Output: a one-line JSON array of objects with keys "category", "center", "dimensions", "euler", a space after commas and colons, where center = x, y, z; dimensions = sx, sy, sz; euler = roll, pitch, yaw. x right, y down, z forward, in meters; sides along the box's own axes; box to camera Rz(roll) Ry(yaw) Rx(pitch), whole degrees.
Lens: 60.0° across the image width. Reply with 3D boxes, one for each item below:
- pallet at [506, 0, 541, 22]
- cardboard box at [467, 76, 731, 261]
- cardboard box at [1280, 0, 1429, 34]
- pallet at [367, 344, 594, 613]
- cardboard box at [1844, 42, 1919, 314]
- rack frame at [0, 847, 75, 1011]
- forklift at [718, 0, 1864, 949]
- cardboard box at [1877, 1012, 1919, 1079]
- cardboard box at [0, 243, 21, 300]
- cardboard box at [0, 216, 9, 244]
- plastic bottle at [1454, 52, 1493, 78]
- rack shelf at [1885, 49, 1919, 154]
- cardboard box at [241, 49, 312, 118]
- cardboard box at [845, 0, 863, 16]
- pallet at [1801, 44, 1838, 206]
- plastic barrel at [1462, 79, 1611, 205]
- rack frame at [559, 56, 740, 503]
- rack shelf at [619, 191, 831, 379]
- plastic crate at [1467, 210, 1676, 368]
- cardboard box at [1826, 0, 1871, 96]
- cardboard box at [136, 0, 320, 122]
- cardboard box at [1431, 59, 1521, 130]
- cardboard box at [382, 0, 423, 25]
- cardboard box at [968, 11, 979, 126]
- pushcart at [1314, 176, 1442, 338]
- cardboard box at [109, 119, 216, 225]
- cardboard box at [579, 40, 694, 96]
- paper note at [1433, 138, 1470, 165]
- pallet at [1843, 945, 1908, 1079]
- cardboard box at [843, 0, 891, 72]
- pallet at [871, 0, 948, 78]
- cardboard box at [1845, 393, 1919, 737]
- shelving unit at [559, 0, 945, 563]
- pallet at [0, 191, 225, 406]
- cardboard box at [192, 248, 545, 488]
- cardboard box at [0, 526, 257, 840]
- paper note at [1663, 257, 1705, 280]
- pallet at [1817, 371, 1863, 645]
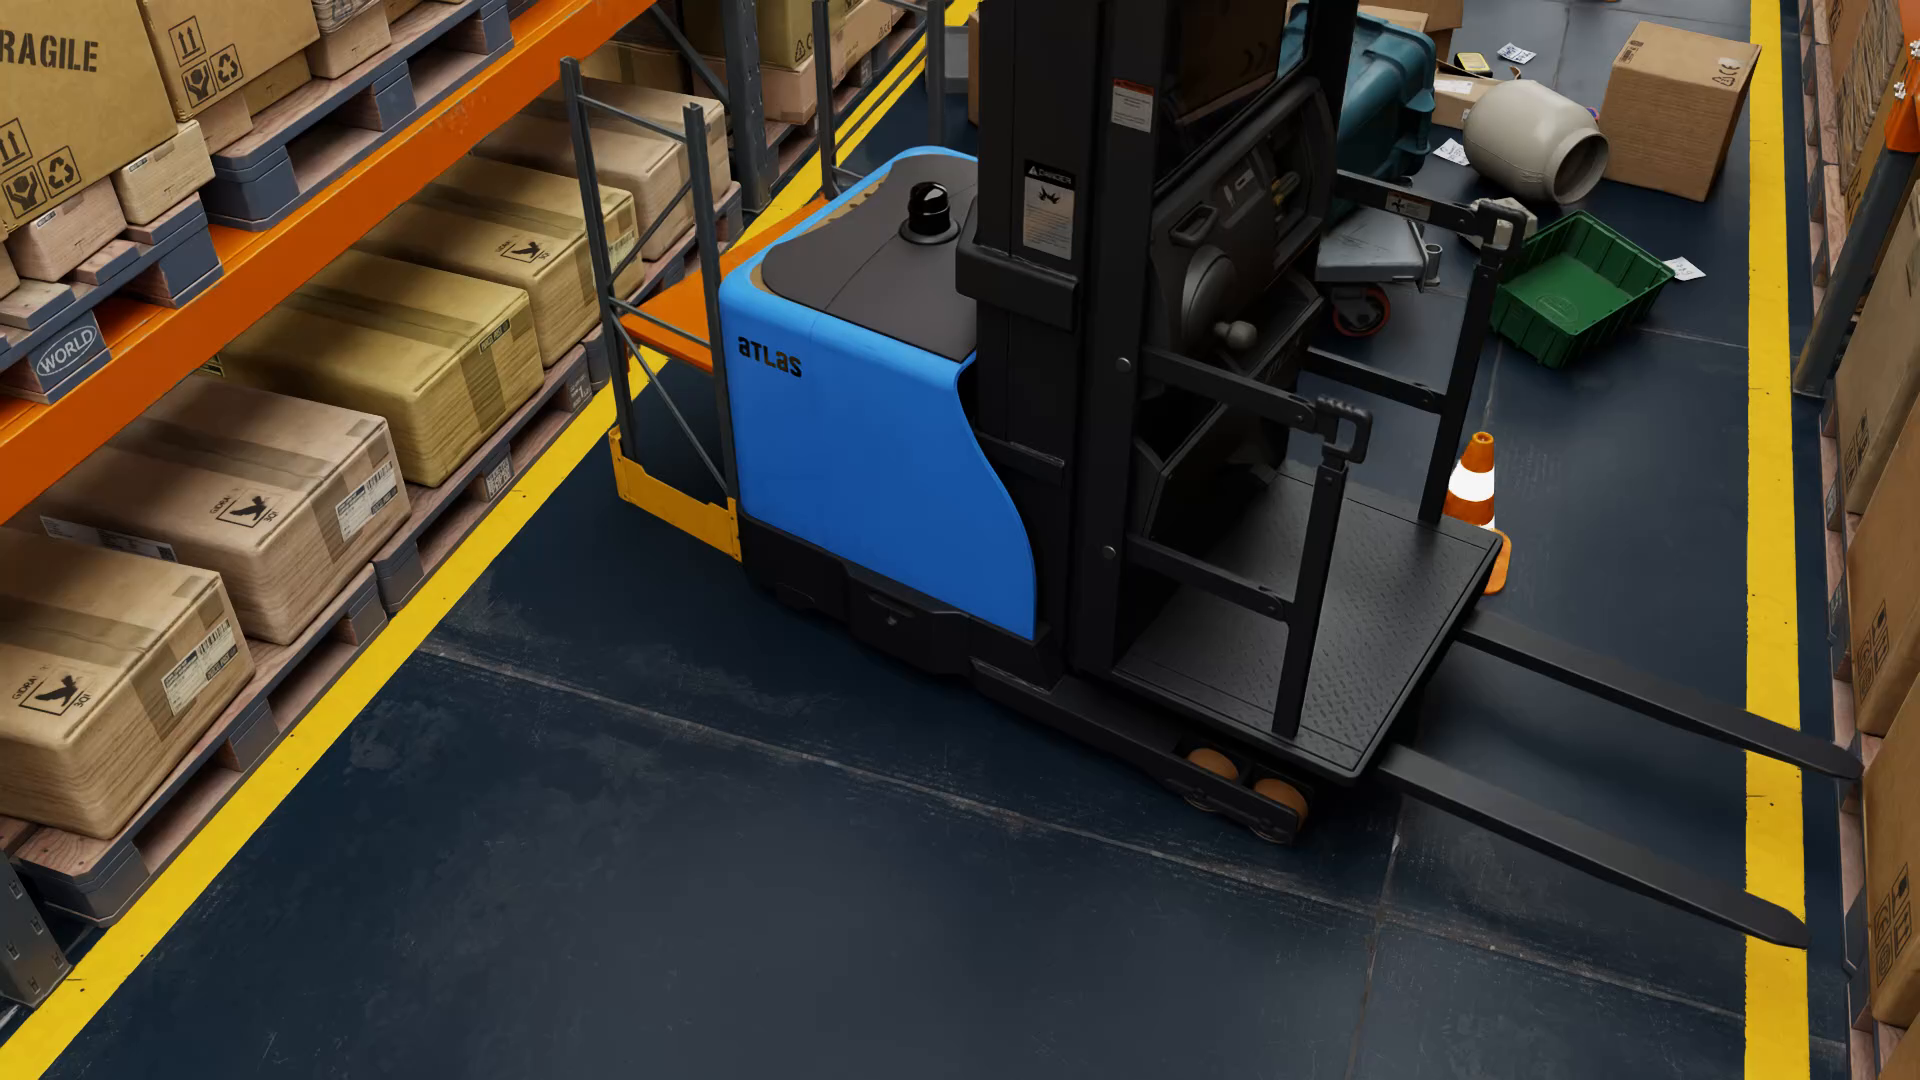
[{"category": "pallet", "center": [-1.668, -2.107, 5.556], "dimensions": [1.003, 0.211, 1.213], "euler": [13, 42, 15]}, {"category": "cardboard box", "center": [-1.447, -1.453, 6.343], "dimensions": [0.950, 0.372, 0.625], "euler": [14, 42, 16]}, {"category": "cardboard box", "center": [1.565, -1.950, 7.043], "dimensions": [0.797, 0.637, 0.503], "euler": [13, 42, 15]}, {"category": "pallet", "center": [-1.950, -0.331, 5.475], "dimensions": [1.003, 0.211, 1.213], "euler": [13, 42, 15]}, {"category": "cardboard box", "center": [3.697, -1.296, 5.772], "dimensions": [0.875, 0.875, 0.875], "euler": [14, 42, 16]}, {"category": "rack frame", "center": [-2.638, -0.174, 3.143], "dimensions": [1.000, 3.000, 0.127], "euler": [13, 42, 15]}, {"category": "forklift", "center": [0.853, -0.726, 3.842], "dimensions": [3.031, 2.935, 1.130], "euler": [23, 45, 24]}, {"category": "cardboard box", "center": [2.341, 1.208, 2.933], "dimensions": [1.050, 0.750, 0.750], "euler": [13, 42, 14]}, {"category": "cardboard box", "center": [-2.223, -0.560, 3.465], "dimensions": [0.380, 0.149, 0.250], "euler": [11, 42, 12]}, {"category": "cardboard box", "center": [-2.266, -0.708, 3.139], "dimensions": [0.500, 0.500, 0.500], "euler": [12, 42, 14]}, {"category": "plastic bottle", "center": [2.408, -2.193, 7.773], "dimensions": [0.133, 0.061, 0.283], "euler": [0, 40, 0]}, {"category": "rack shelf", "center": [2.733, -0.083, 3.591], "dimensions": [1.077, 0.370, 4.000], "euler": [13, 42, 15]}, {"category": "cardboard box", "center": [-1.904, -1.225, 4.245], "dimensions": [0.380, 0.149, 0.250], "euler": [15, 43, 17]}, {"category": "cardboard box", "center": [-0.642, -2.642, 7.252], "dimensions": [0.500, 0.500, 0.500], "euler": [15, 43, 17]}, {"category": "pallet", "center": [4.166, -1.709, 7.090], "dimensions": [1.003, 0.211, 1.213], "euler": [13, 42, 15]}, {"category": "plastic barrel", "center": [2.363, -1.629, 6.833], "dimensions": [0.421, 0.421, 0.512], "euler": [-21, 45, -22]}, {"category": "rack frame", "center": [-0.864, -0.624, 4.826], "dimensions": [0.500, 1.500, 0.032], "euler": [26, 47, 27]}, {"category": "rack shelf", "center": [-0.559, -0.751, 5.252], "dimensions": [0.538, 0.185, 1.000], "euler": [26, 47, 27]}, {"category": "plastic crate", "center": [2.245, -0.925, 6.146], "dimensions": [0.662, 0.188, 0.450], "euler": [-29, 58, -29]}, {"category": "cardboard box", "center": [4.316, -2.402, 7.068], "dimensions": [0.875, 0.875, 0.875], "euler": [13, 42, 14]}, {"category": "cardboard box", "center": [-1.919, -1.353, 3.895], "dimensions": [0.500, 0.500, 0.500], "euler": [14, 42, 16]}, {"category": "cardboard box", "center": [2.273, -1.994, 7.382], "dimensions": [0.396, 0.266, 0.258], "euler": [21, 45, 22]}, {"category": "cardboard box", "center": [-1.735, -1.546, 4.621], "dimensions": [0.380, 0.149, 0.250], "euler": [12, 42, 14]}, {"category": "cardboard box", "center": [0.375, -2.015, 7.225], "dimensions": [0.500, 0.500, 0.500], "euler": [-21, 45, -22]}, {"category": "pushcart", "center": [0.890, -1.140, 6.296], "dimensions": [1.648, 0.377, 0.936], "euler": [0, 40, 0]}, {"category": "cardboard box", "center": [-1.973, -0.880, 3.840], "dimensions": [0.380, 0.149, 0.250], "euler": [14, 42, 15]}, {"category": "cardboard box", "center": [-1.320, -2.148, 7.251], "dimensions": [0.500, 0.250, 0.500], "euler": [15, 43, 17]}, {"category": "paper note", "center": [2.161, -1.679, 7.200], "dimensions": [0.172, 0.023, 0.155], "euler": [29, 48, 29]}, {"category": "pallet", "center": [2.389, 1.460, 3.376], "dimensions": [1.003, 0.211, 1.213], "euler": [13, 42, 15]}, {"category": "cardboard box", "center": [-0.642, -2.355, 7.495], "dimensions": [0.500, 0.250, 0.500], "euler": [16, 43, 18]}, {"category": "pallet", "center": [-0.658, -2.717, 8.272], "dimensions": [1.003, 0.211, 1.213], "euler": [13, 42, 15]}, {"category": "cardboard box", "center": [2.955, 0.106, 4.225], "dimensions": [1.050, 0.750, 0.750], "euler": [13, 42, 15]}, {"category": "shelving unit", "center": [-0.564, -0.883, 5.130], "dimensions": [0.587, 1.500, 1.083], "euler": [26, 47, 27]}, {"category": "pallet", "center": [-2.494, -0.559, 3.742], "dimensions": [1.213, 0.211, 1.003], "euler": [13, 42, 15]}, {"category": "cardboard box", "center": [-1.926, -0.589, 5.331], "dimensions": [0.950, 0.372, 0.625], "euler": [15, 43, 17]}, {"category": "cardboard box", "center": [-2.435, 0.324, 4.261], "dimensions": [0.950, 0.372, 0.625], "euler": [11, 42, 12]}, {"category": "paper note", "center": [2.795, -1.058, 6.467], "dimensions": [0.147, 0.020, 0.142], "euler": [-13, 42, -15]}, {"category": "pallet", "center": [3.223, -0.028, 5.121], "dimensions": [1.003, 0.211, 1.213], "euler": [13, 42, 15]}]
